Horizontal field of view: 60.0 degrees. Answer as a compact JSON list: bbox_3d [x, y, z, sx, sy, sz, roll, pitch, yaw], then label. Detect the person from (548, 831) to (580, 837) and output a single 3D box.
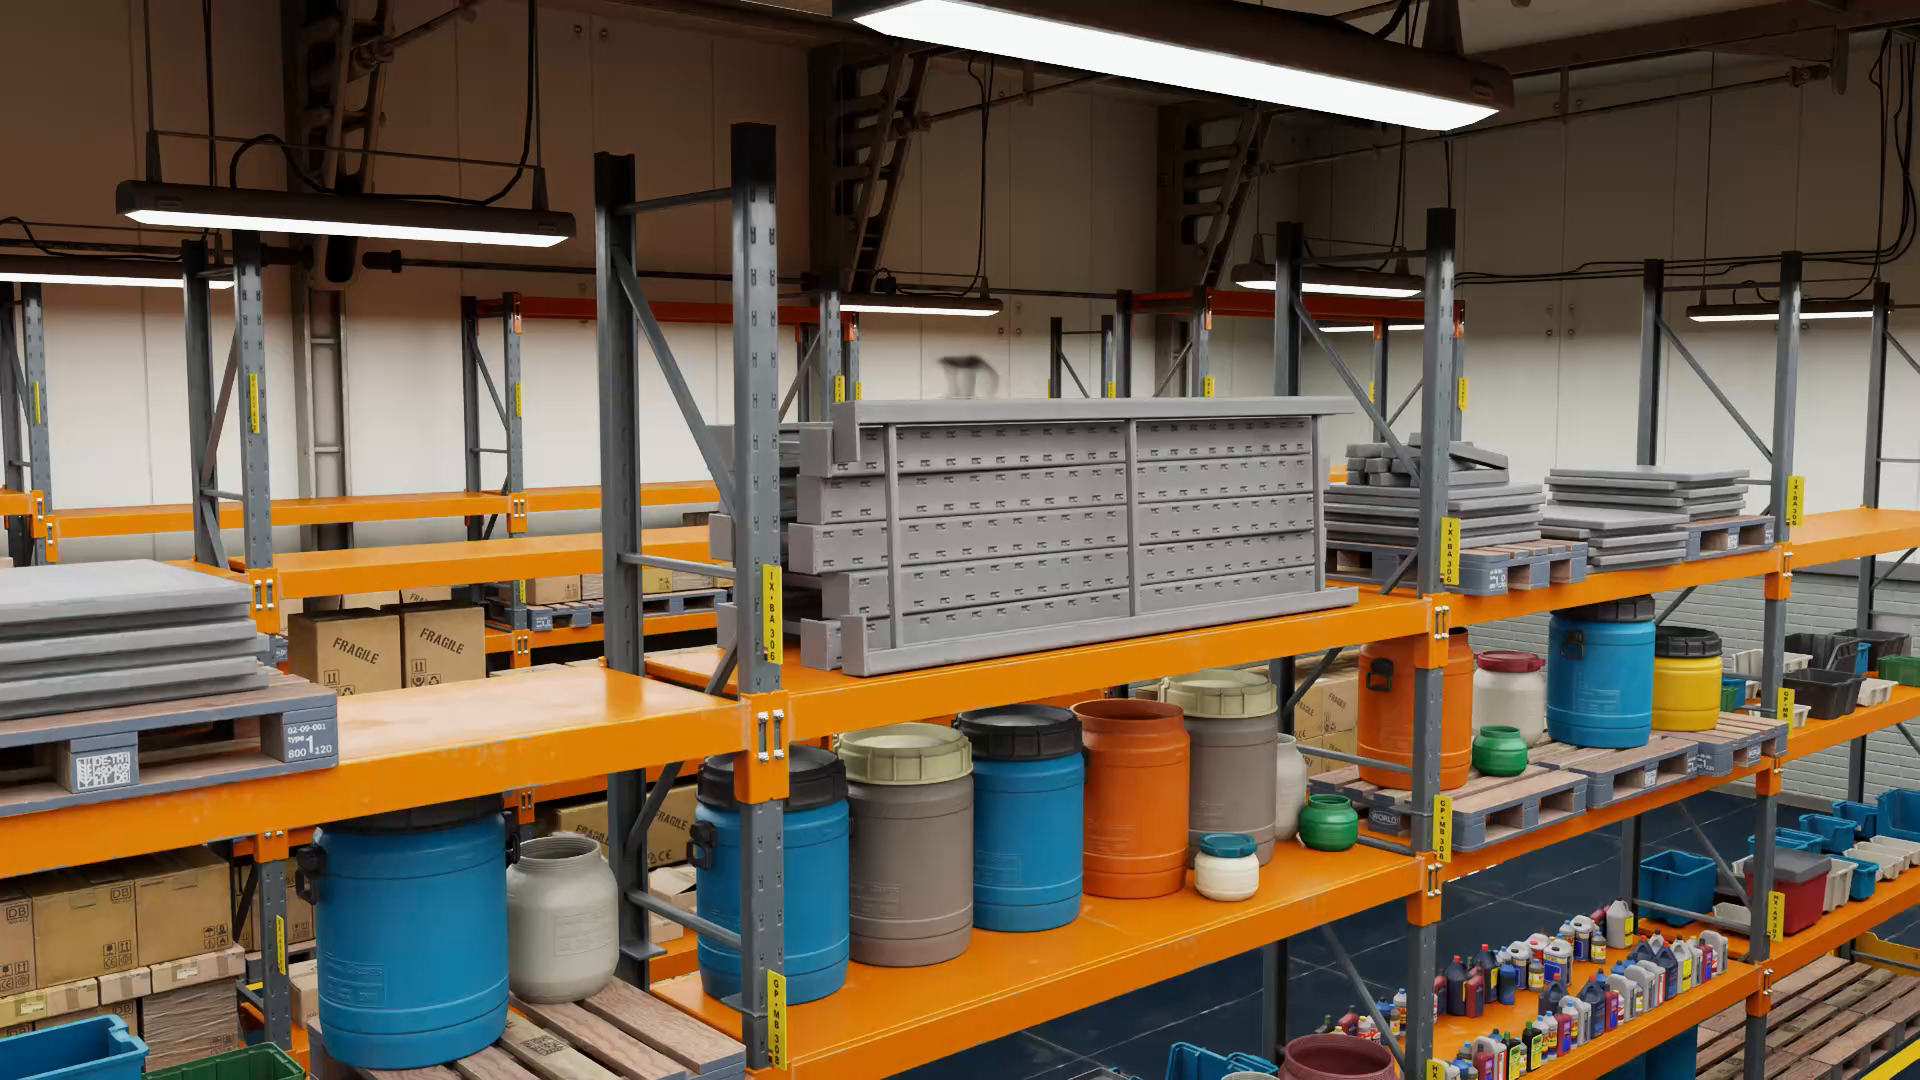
[{"bbox_3d":[-3.075,3.098,13.642,0.695,1.571,0.878,4,7,37],"label":"person"}]
